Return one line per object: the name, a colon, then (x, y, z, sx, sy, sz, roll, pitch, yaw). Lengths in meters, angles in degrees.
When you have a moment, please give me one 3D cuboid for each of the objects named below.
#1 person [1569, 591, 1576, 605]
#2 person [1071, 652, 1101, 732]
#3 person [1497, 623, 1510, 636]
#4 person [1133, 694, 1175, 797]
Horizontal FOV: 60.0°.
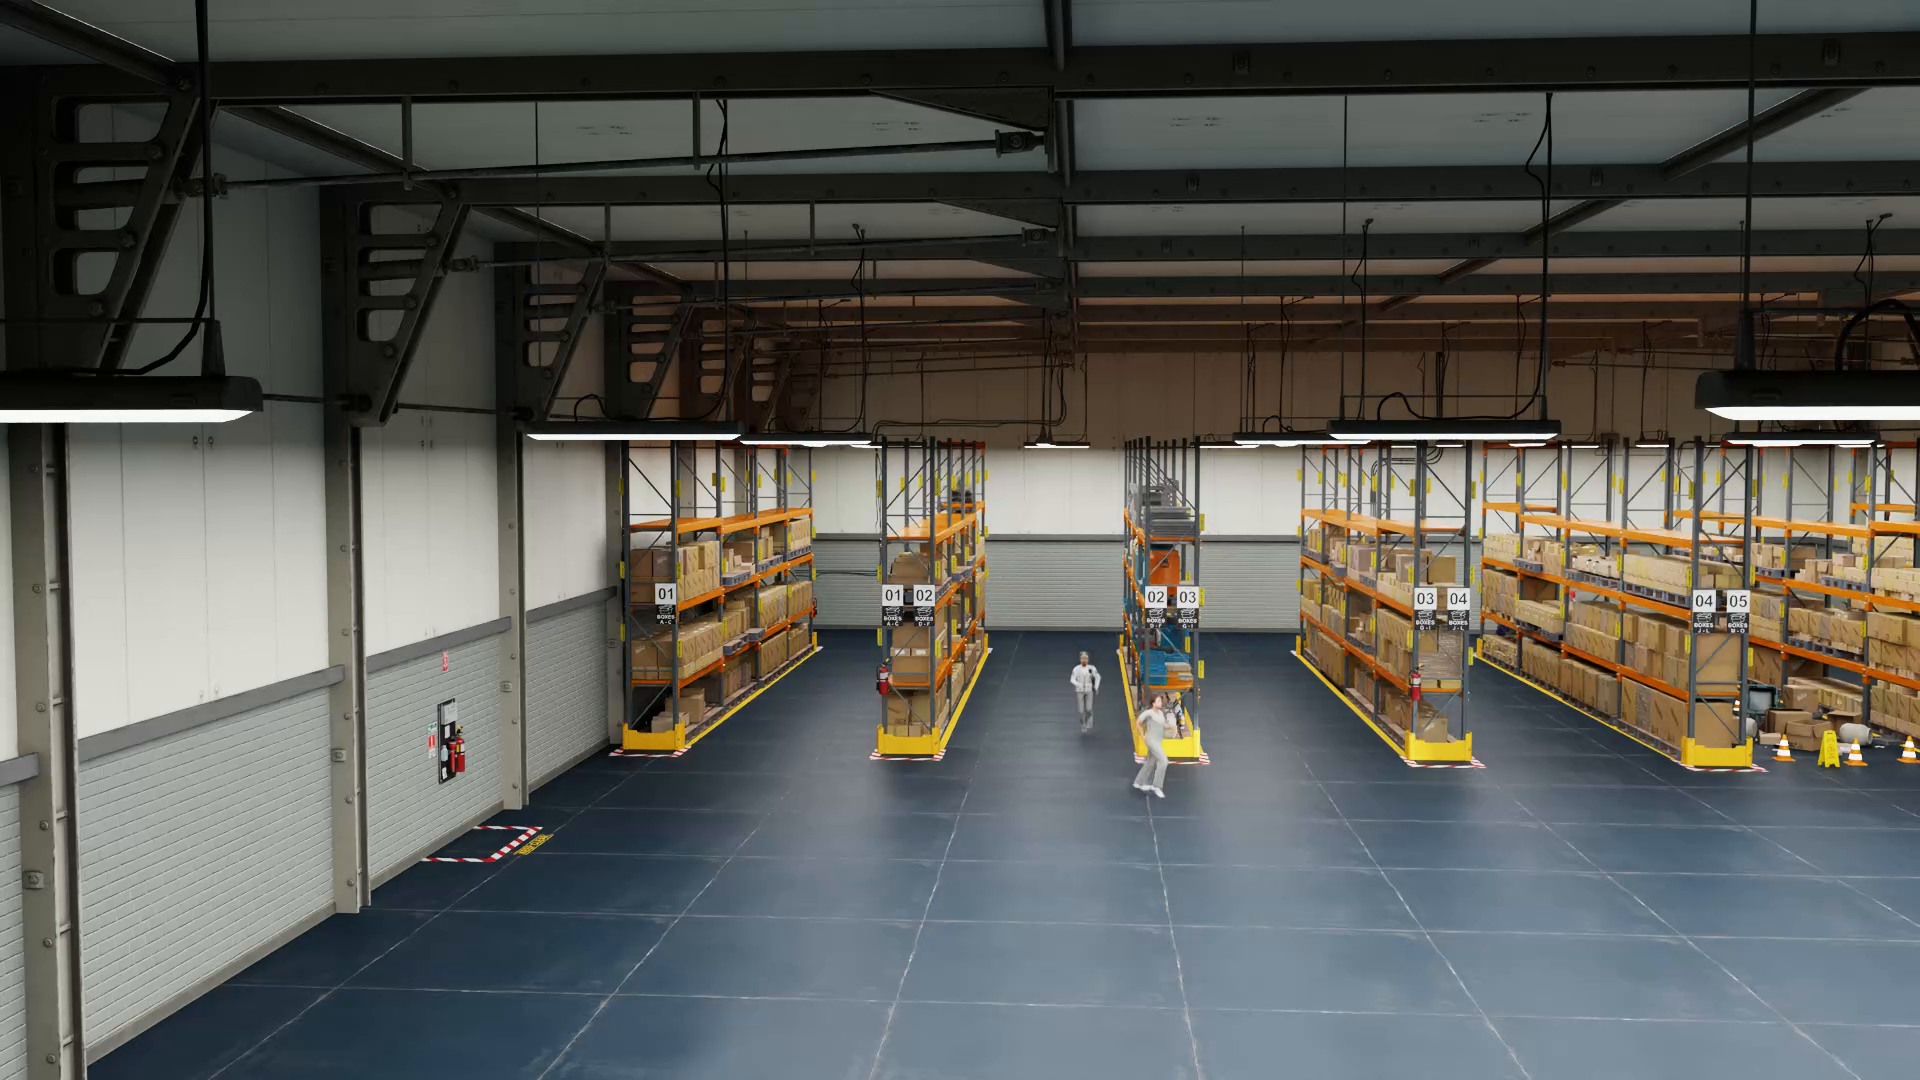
person: (17.446, 2.320, 47.439, 0.595, 1.755, 0.650, 0, 3, 6)
person: (2.534, 3.086, 33.676, 0.597, 1.660, 0.569, 0, 3, 8)
person: (15.491, 2.390, 47.337, 0.561, 1.599, 0.600, 0, 3, -4)
person: (3.230, 3.416, 27.711, 0.742, 1.717, 0.553, 2, 4, 30)
